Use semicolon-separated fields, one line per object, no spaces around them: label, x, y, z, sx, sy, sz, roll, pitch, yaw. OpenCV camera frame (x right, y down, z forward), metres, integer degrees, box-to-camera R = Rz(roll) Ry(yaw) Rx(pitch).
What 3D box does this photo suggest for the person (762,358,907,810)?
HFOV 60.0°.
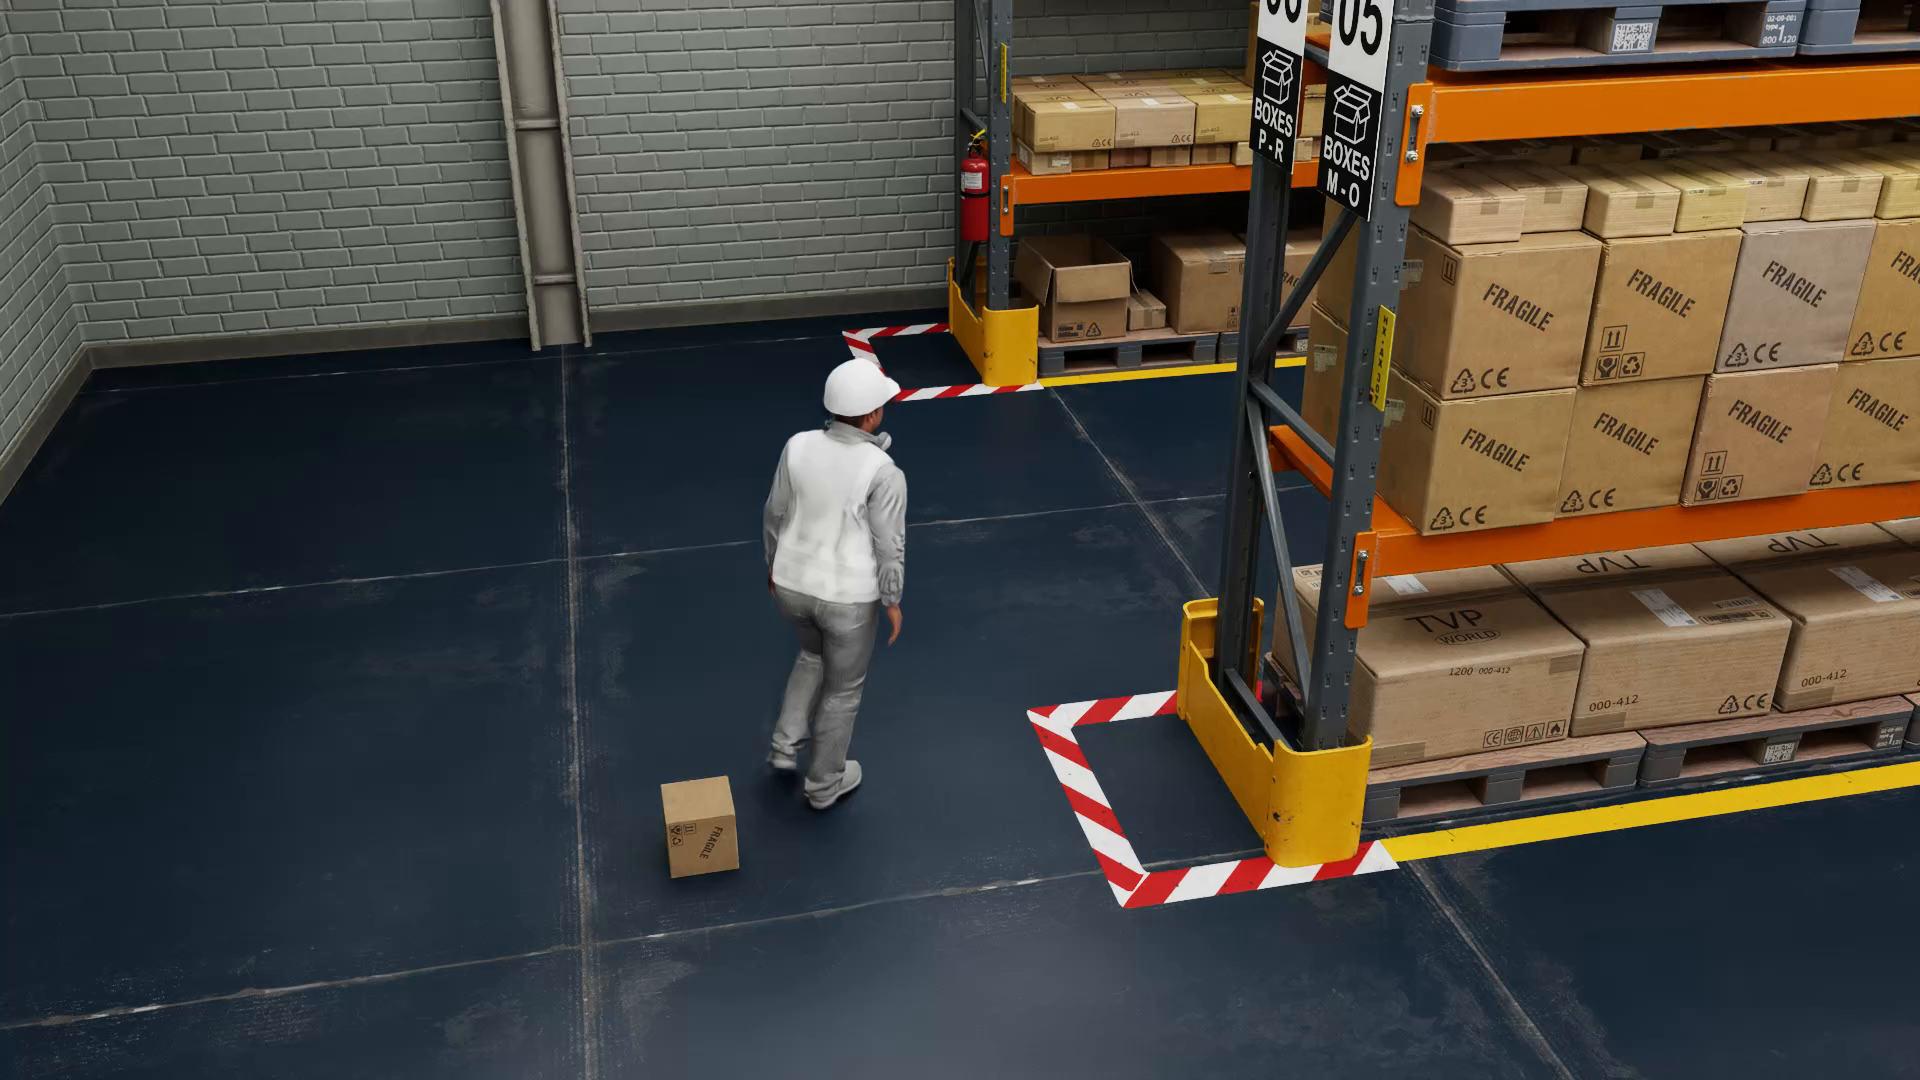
person;-0.459;0.171;6.231;0.606;1.755;0.519;14;30;26
